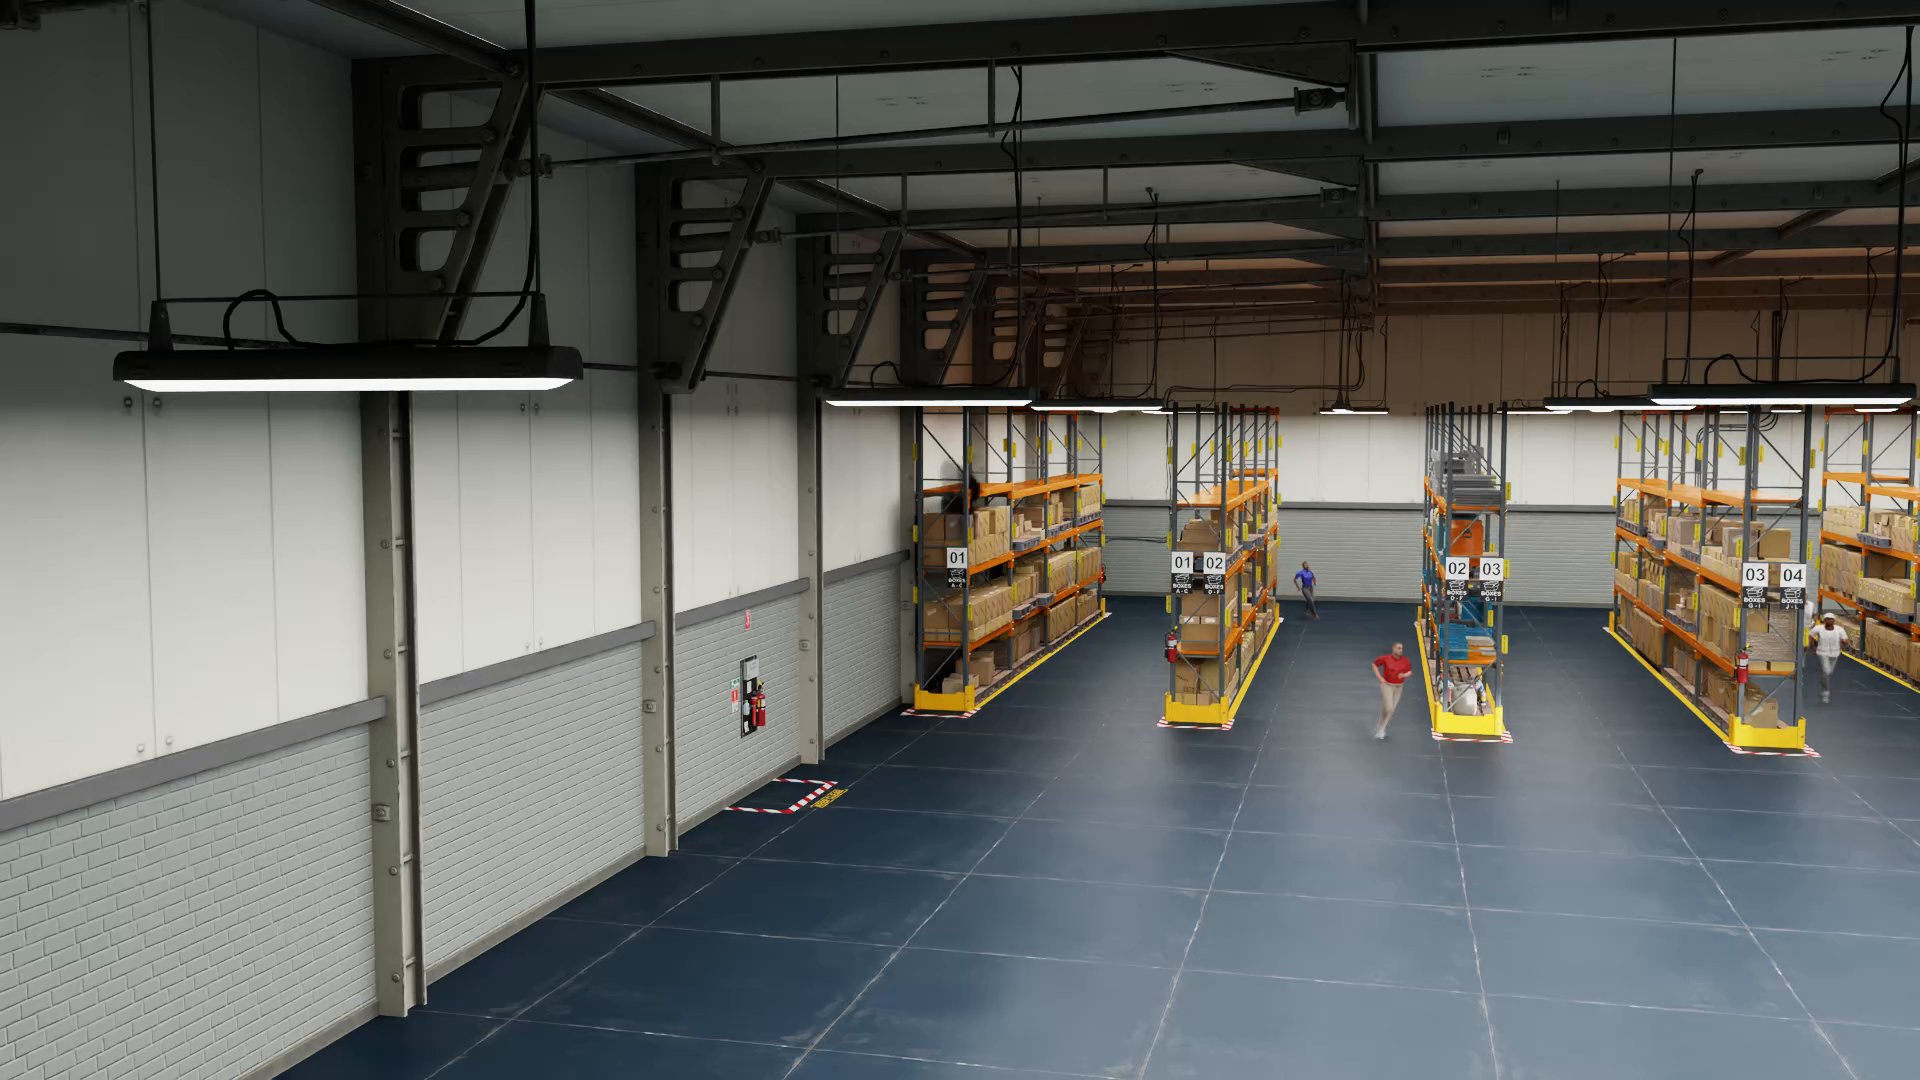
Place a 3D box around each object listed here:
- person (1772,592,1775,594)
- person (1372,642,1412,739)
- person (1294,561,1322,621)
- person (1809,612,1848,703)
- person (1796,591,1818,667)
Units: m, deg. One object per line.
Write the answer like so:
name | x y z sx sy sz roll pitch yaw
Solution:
person | 21.113 1.689 43.728 0.525 1.629 0.623 -2 5 -28
person | 7.757 2.698 29.886 0.688 1.747 0.696 -1 4 -11
person | 9.839 1.425 47.057 0.661 1.640 0.906 -2 5 -29
person | 17.581 2.369 33.640 0.664 1.833 0.779 1 4 10
person | 19.368 2.018 38.287 0.690 1.761 0.733 1 4 14
